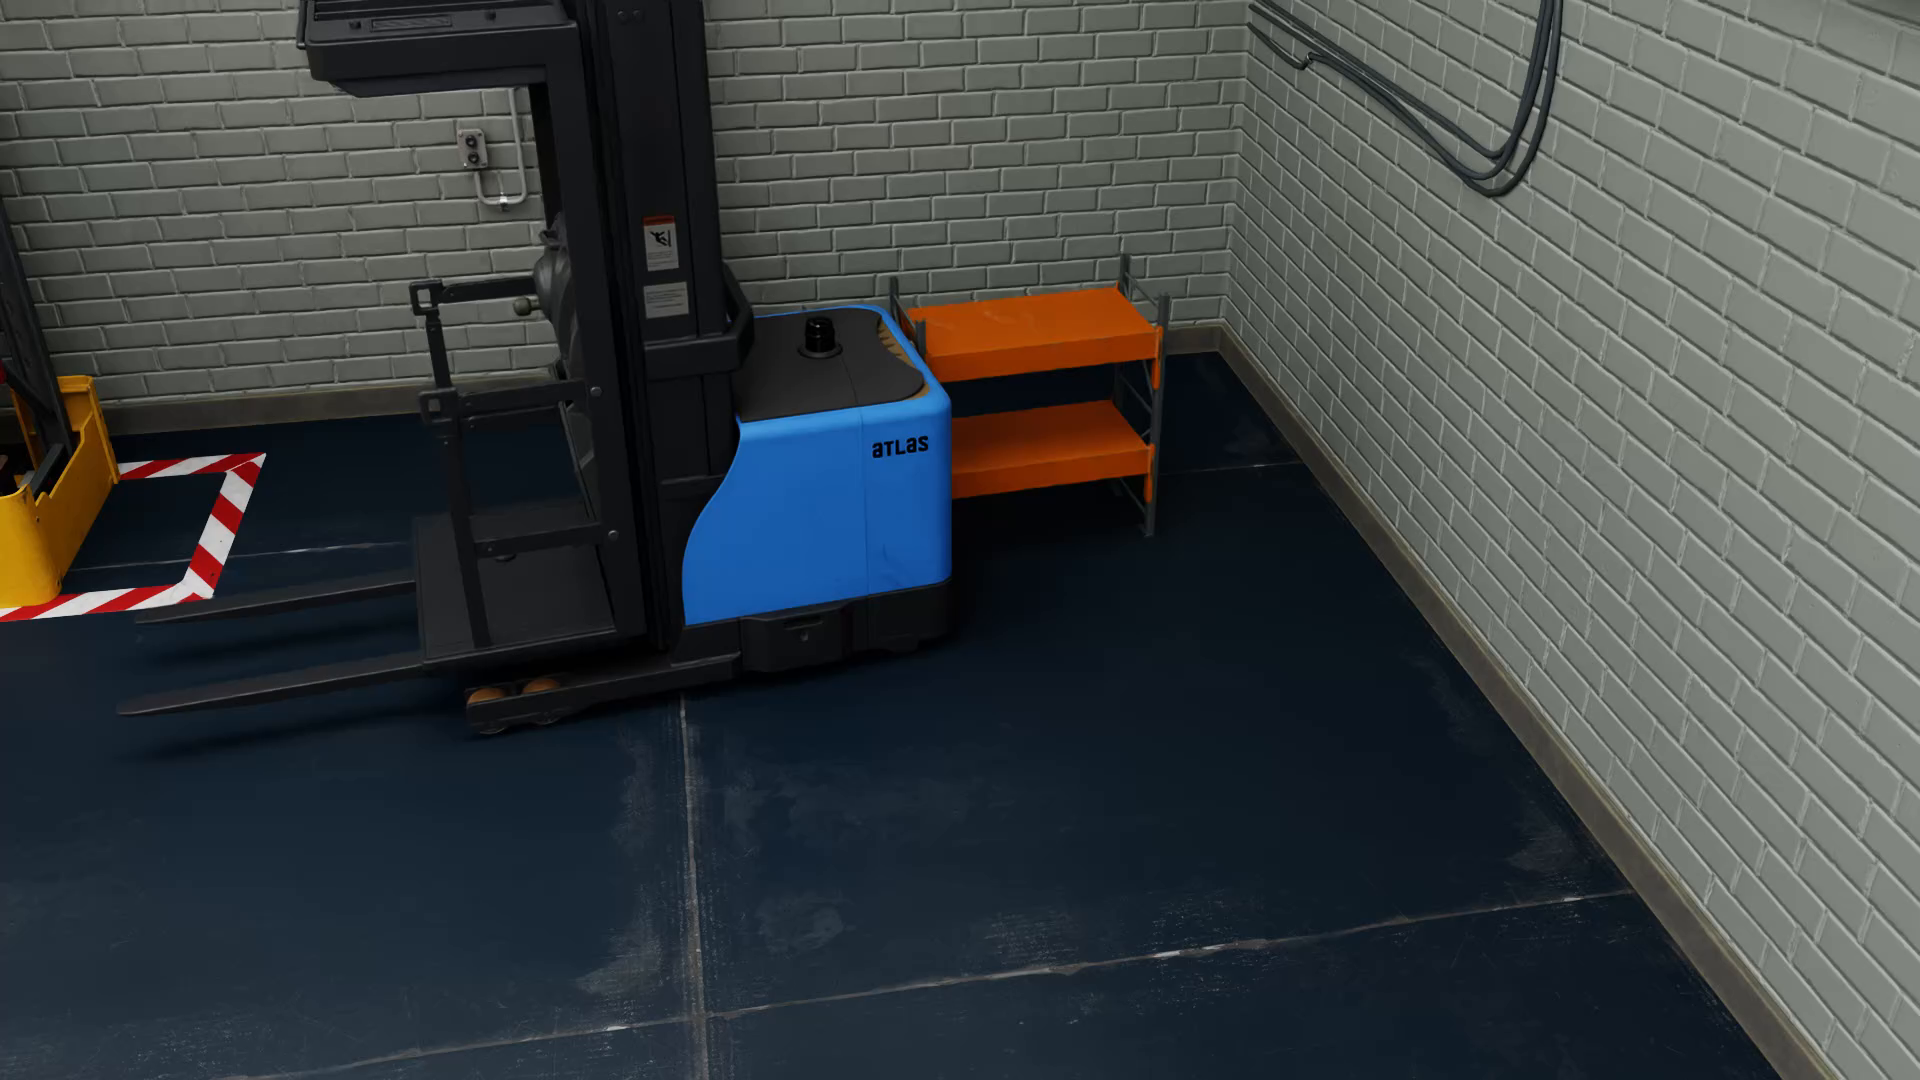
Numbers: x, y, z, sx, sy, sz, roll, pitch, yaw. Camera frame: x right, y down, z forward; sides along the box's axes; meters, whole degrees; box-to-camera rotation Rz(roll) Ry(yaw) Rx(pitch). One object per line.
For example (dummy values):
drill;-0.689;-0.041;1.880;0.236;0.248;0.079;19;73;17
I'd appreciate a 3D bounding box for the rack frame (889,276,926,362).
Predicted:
rack frame;-0.214;-0.485;6.966;0.032;1.125;0.500;-8;31;-13

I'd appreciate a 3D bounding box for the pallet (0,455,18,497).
pallet;-4.780;0.009;7.027;1.213;0.211;1.003;-5;31;-9

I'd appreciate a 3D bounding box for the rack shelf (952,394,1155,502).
rack shelf;0.277;-0.343;7.206;1.000;0.278;0.538;-8;31;-13

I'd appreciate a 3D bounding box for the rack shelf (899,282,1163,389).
rack shelf;0.277;-0.806;6.933;1.000;0.278;0.538;-8;31;-13

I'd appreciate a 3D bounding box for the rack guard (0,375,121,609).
rack guard;-3.984;-0.230;7.148;0.348;0.500;1.175;-5;31;-9

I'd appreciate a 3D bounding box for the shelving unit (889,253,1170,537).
shelving unit;0.277;-0.554;7.082;1.048;1.125;0.538;-8;31;-13

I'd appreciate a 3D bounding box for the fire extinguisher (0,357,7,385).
fire extinguisher;-3.776;-0.895;6.257;0.183;0.674;0.296;-5;31;-9

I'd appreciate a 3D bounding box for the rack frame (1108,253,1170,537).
rack frame;0.767;-0.622;7.197;0.032;1.125;0.500;-8;31;-13

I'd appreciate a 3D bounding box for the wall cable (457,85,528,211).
wall cable;-2.918;-2.332;7.254;1.851;1.984;0.084;-5;31;-9

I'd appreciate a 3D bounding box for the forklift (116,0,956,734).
forklift;-1.592;-0.858;5.817;3.031;2.935;1.130;-9;32;-15

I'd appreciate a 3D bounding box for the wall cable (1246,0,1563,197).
wall cable;1.620;-2.891;6.352;0.112;2.526;3.097;-5;31;-9

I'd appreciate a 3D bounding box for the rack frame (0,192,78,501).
rack frame;-4.008;-1.305;6.511;0.127;3.000;1.000;-5;31;-9
